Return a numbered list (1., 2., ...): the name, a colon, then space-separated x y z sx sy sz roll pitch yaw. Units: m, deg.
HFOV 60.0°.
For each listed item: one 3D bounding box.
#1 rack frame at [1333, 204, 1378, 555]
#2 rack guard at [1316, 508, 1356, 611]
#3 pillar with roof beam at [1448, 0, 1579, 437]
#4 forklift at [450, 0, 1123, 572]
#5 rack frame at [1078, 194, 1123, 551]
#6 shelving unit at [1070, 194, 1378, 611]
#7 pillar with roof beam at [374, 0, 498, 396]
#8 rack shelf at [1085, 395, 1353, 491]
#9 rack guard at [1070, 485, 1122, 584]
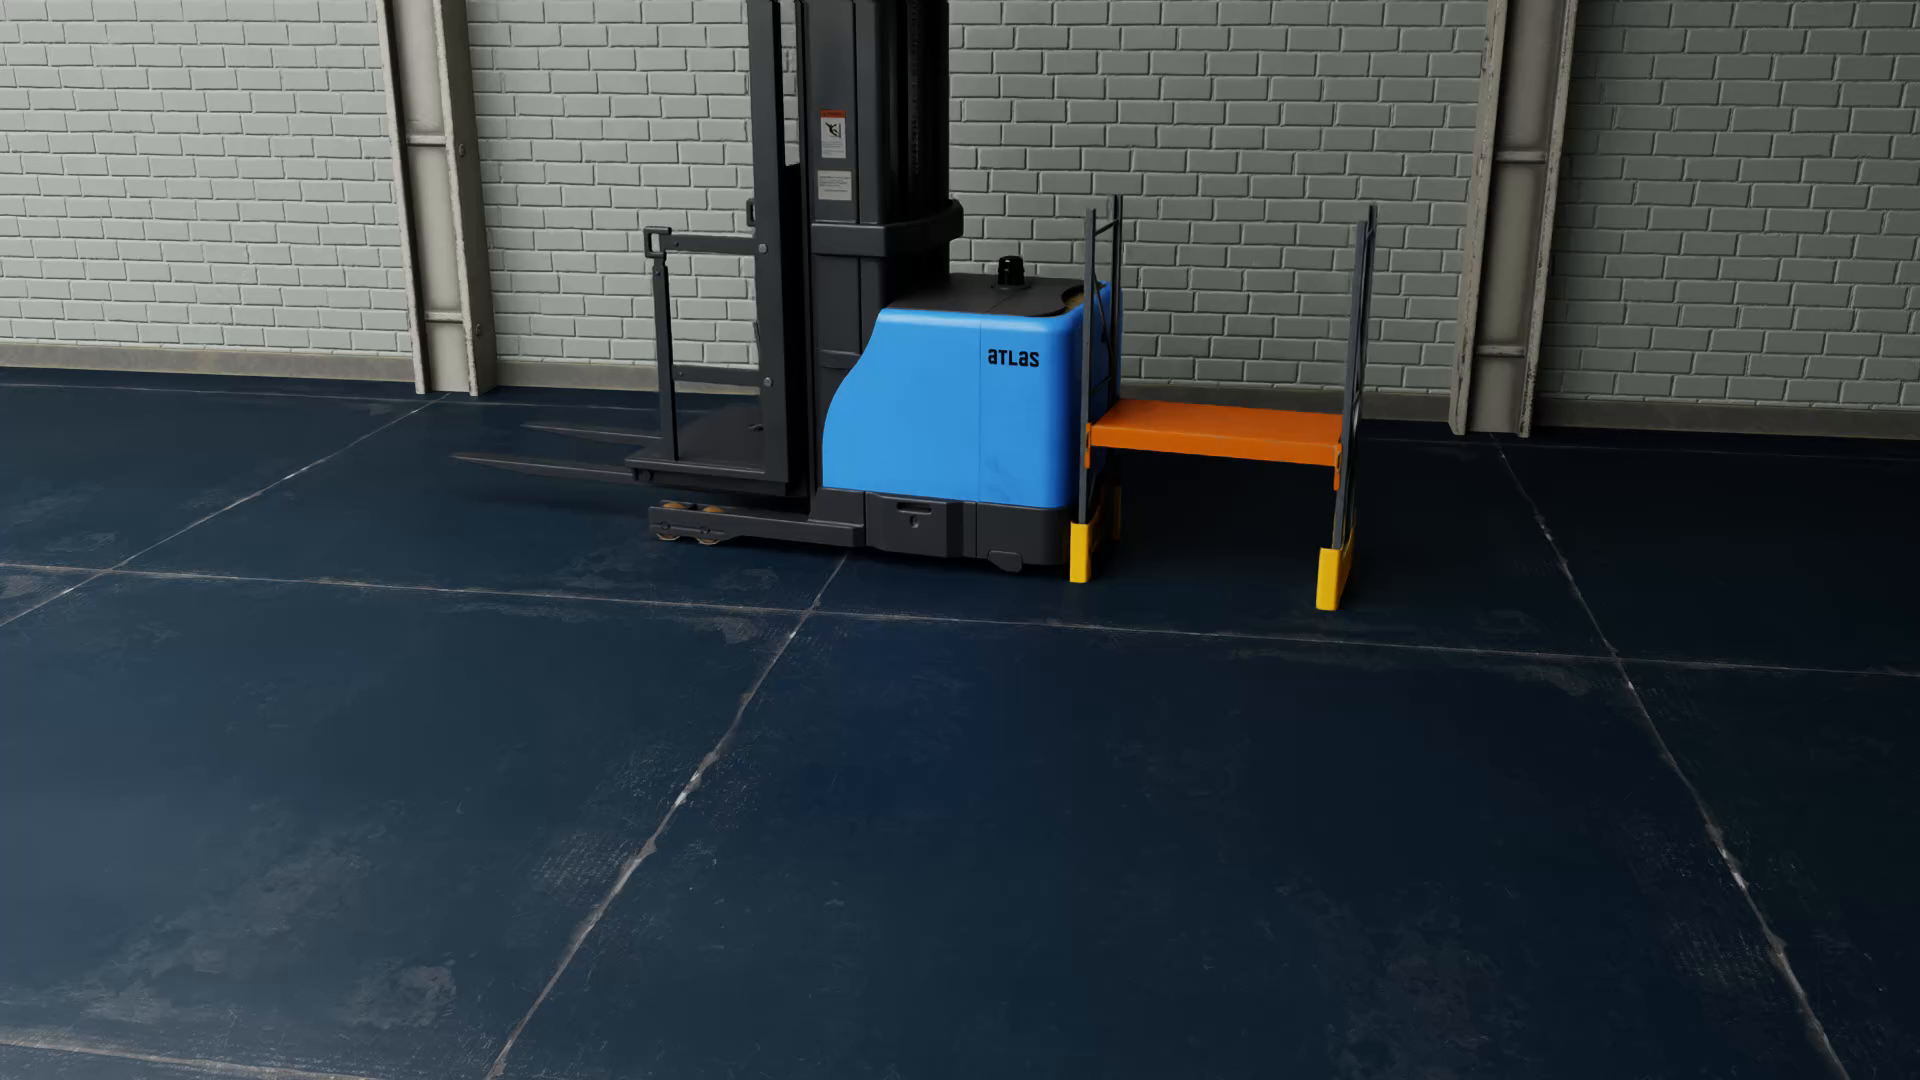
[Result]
1. rack frame: 1.538 -0.523 6.503 0.032 1.500 0.500 6 19 17
2. rack guard: 1.519 0.068 6.707 0.087 0.250 0.587 6 19 17
3. pillar with roof beam: 2.216 -3.529 3.668 0.400 9.000 9.100 3 19 9
4. forklift: -0.845 -1.517 7.218 3.031 2.935 1.130 6 19 17
5. rack frame: 0.573 -0.625 6.807 0.032 1.500 0.500 6 19 17
6. shelving unit: 1.047 -0.575 6.658 1.083 1.500 0.587 6 19 17
7. pillar with roof beam: -3.708 -3.831 4.570 0.400 9.000 9.100 3 19 9
8. rack shelf: 1.055 -0.403 6.712 1.000 0.185 0.538 6 19 17
9. rack guard: 0.574 -0.032 7.005 0.087 0.250 0.587 6 19 17
